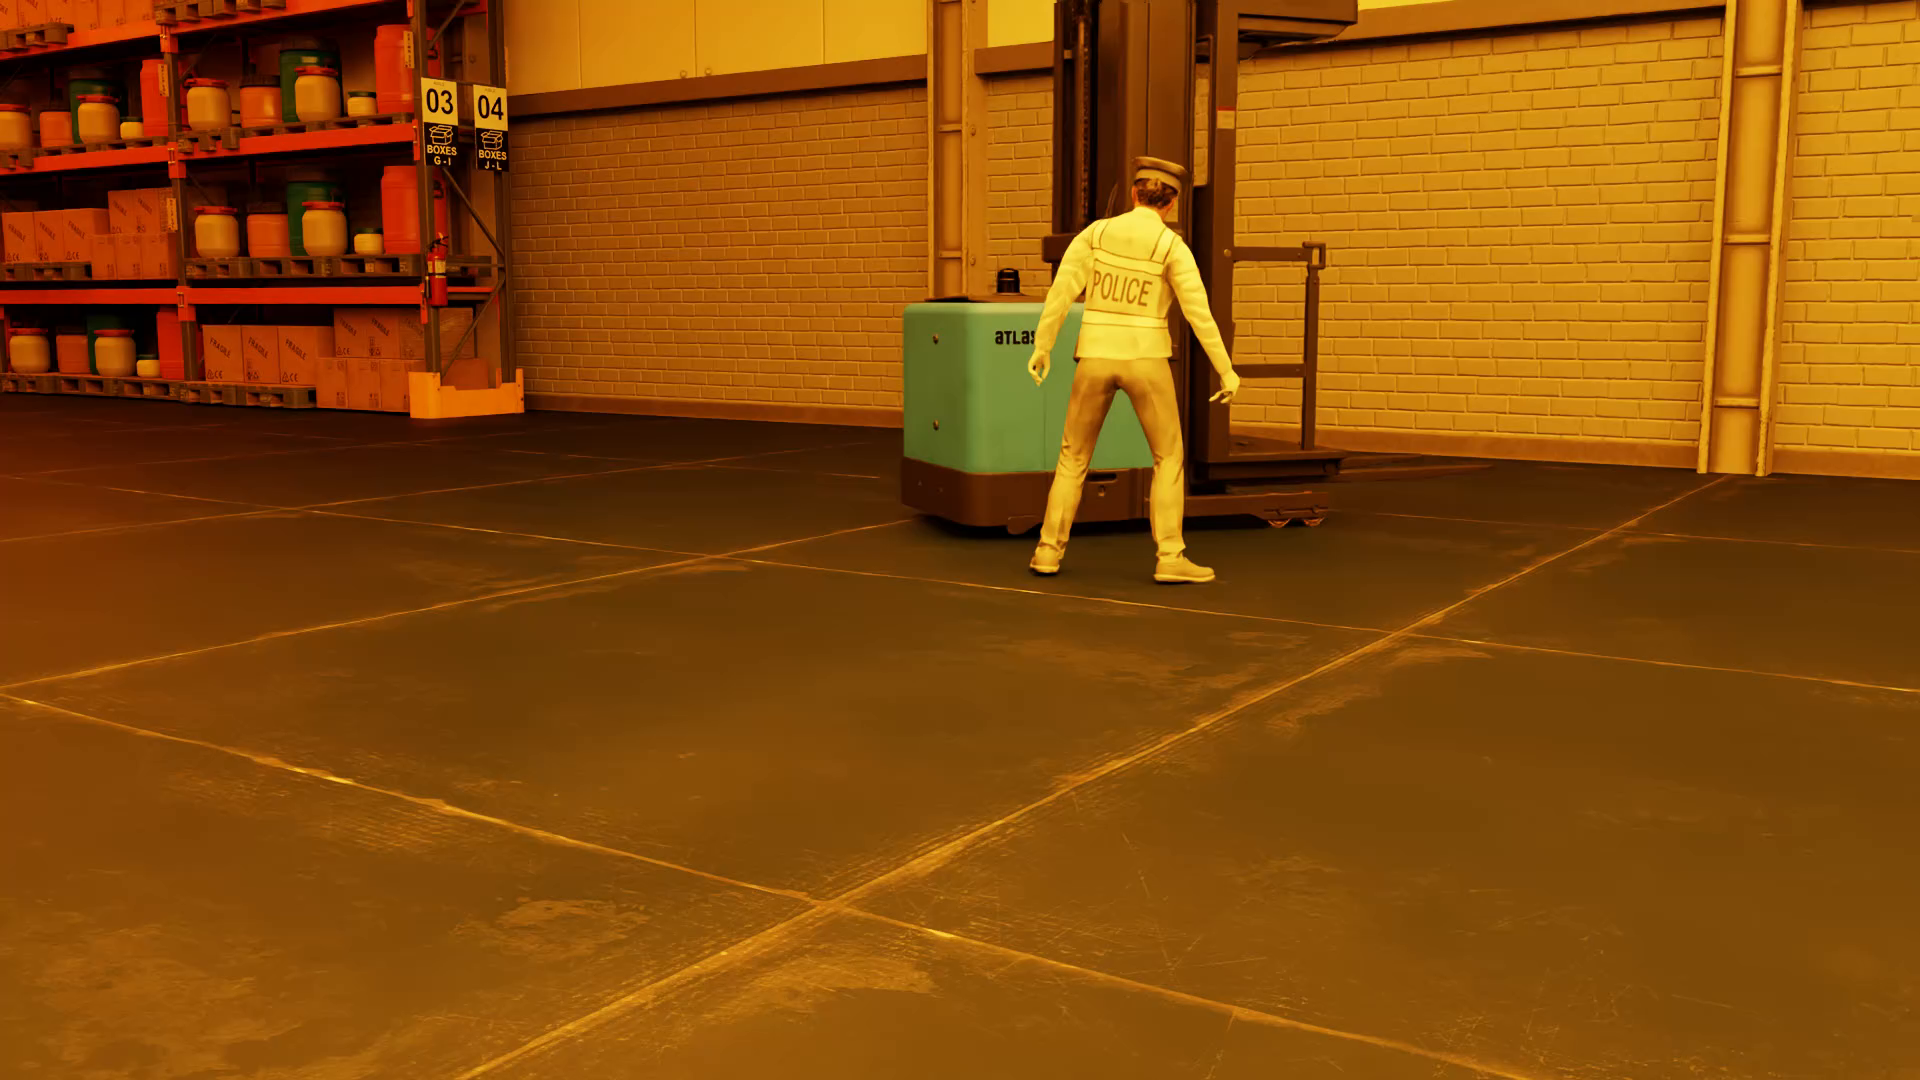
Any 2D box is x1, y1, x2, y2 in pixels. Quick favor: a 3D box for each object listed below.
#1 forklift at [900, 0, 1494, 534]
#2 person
[{"bbox_3d":[1.271,-1.582,8.317,3.031,2.935,1.130,-3,9,-21],"label":"forklift"},{"bbox_3d":[0.657,-0.659,6.493,0.832,1.633,0.388,4,9,23],"label":"person"}]
